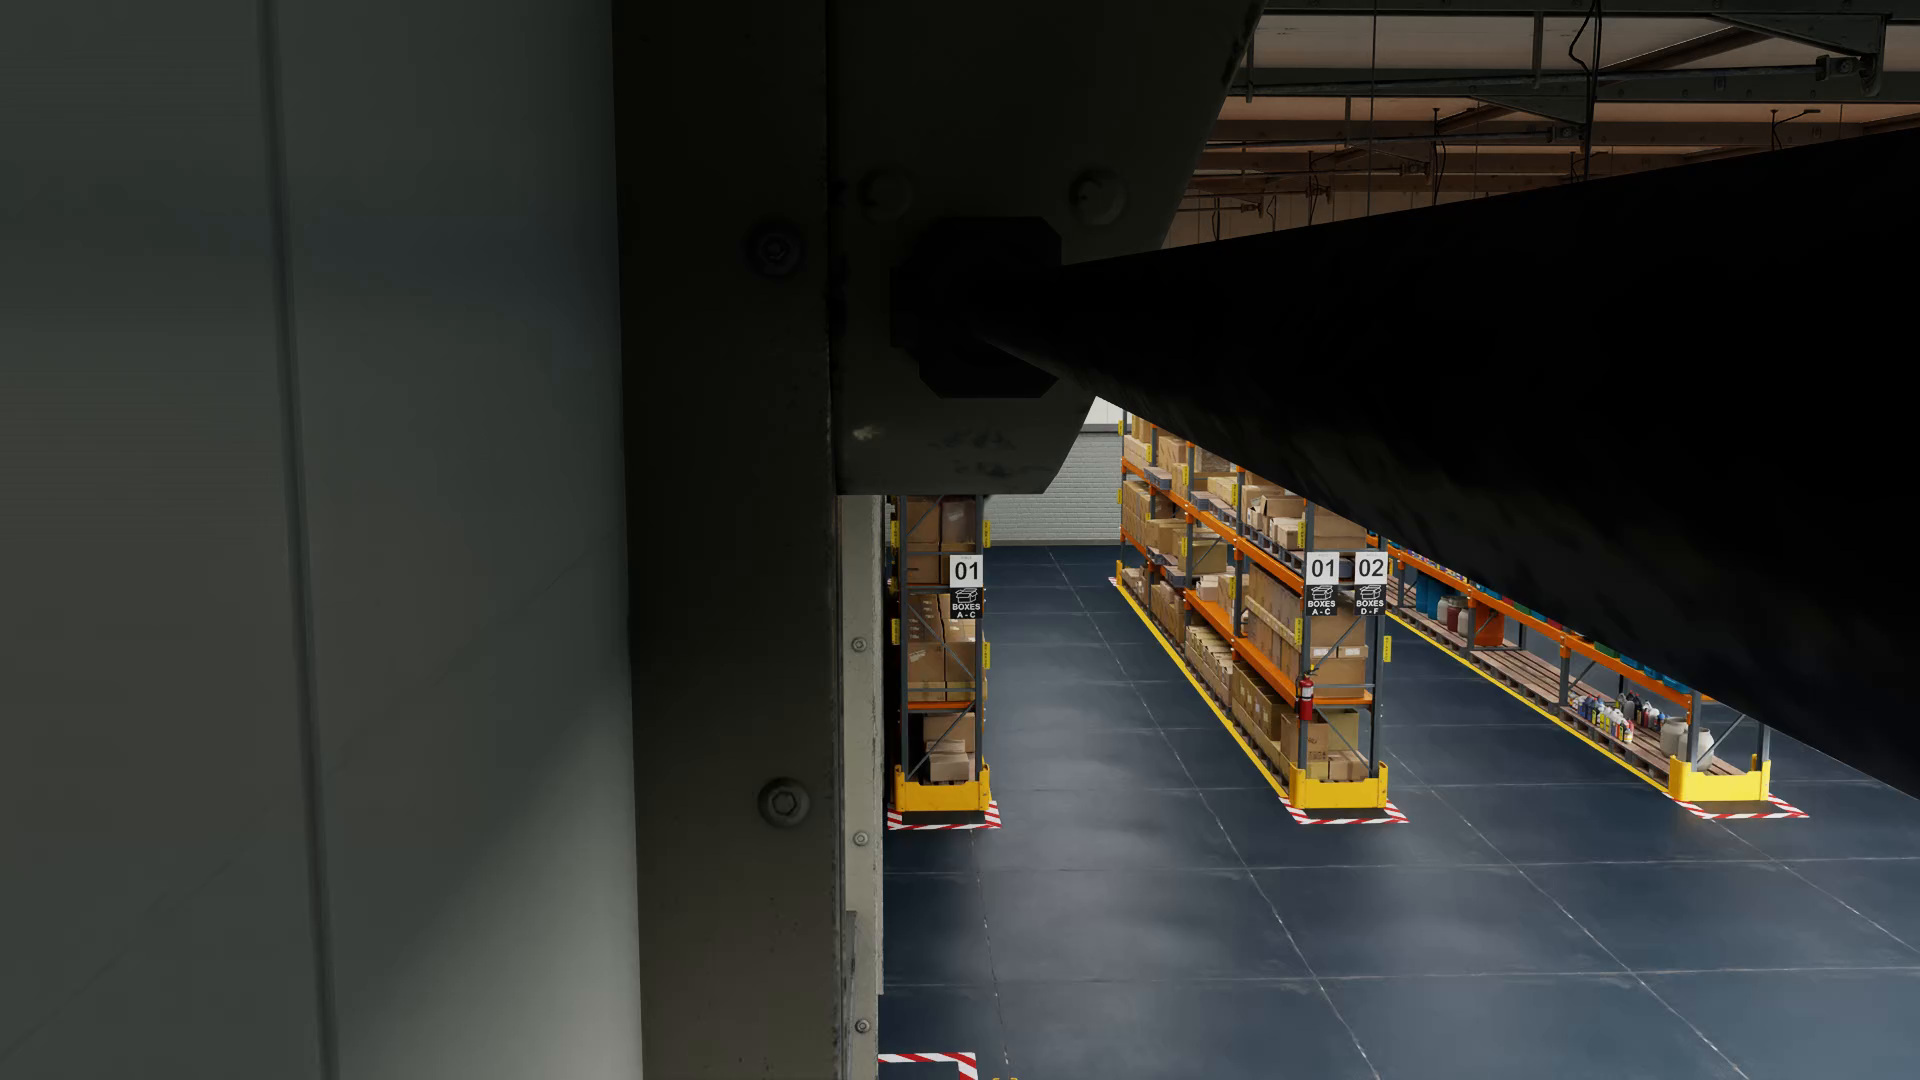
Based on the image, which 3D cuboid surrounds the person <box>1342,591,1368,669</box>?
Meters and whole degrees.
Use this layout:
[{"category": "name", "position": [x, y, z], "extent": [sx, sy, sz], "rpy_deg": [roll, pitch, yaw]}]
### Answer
[{"category": "person", "position": [6.801, 1.257, 28.590], "extent": [0.688, 1.787, 0.817], "rpy_deg": [-2, 9, -15]}]
